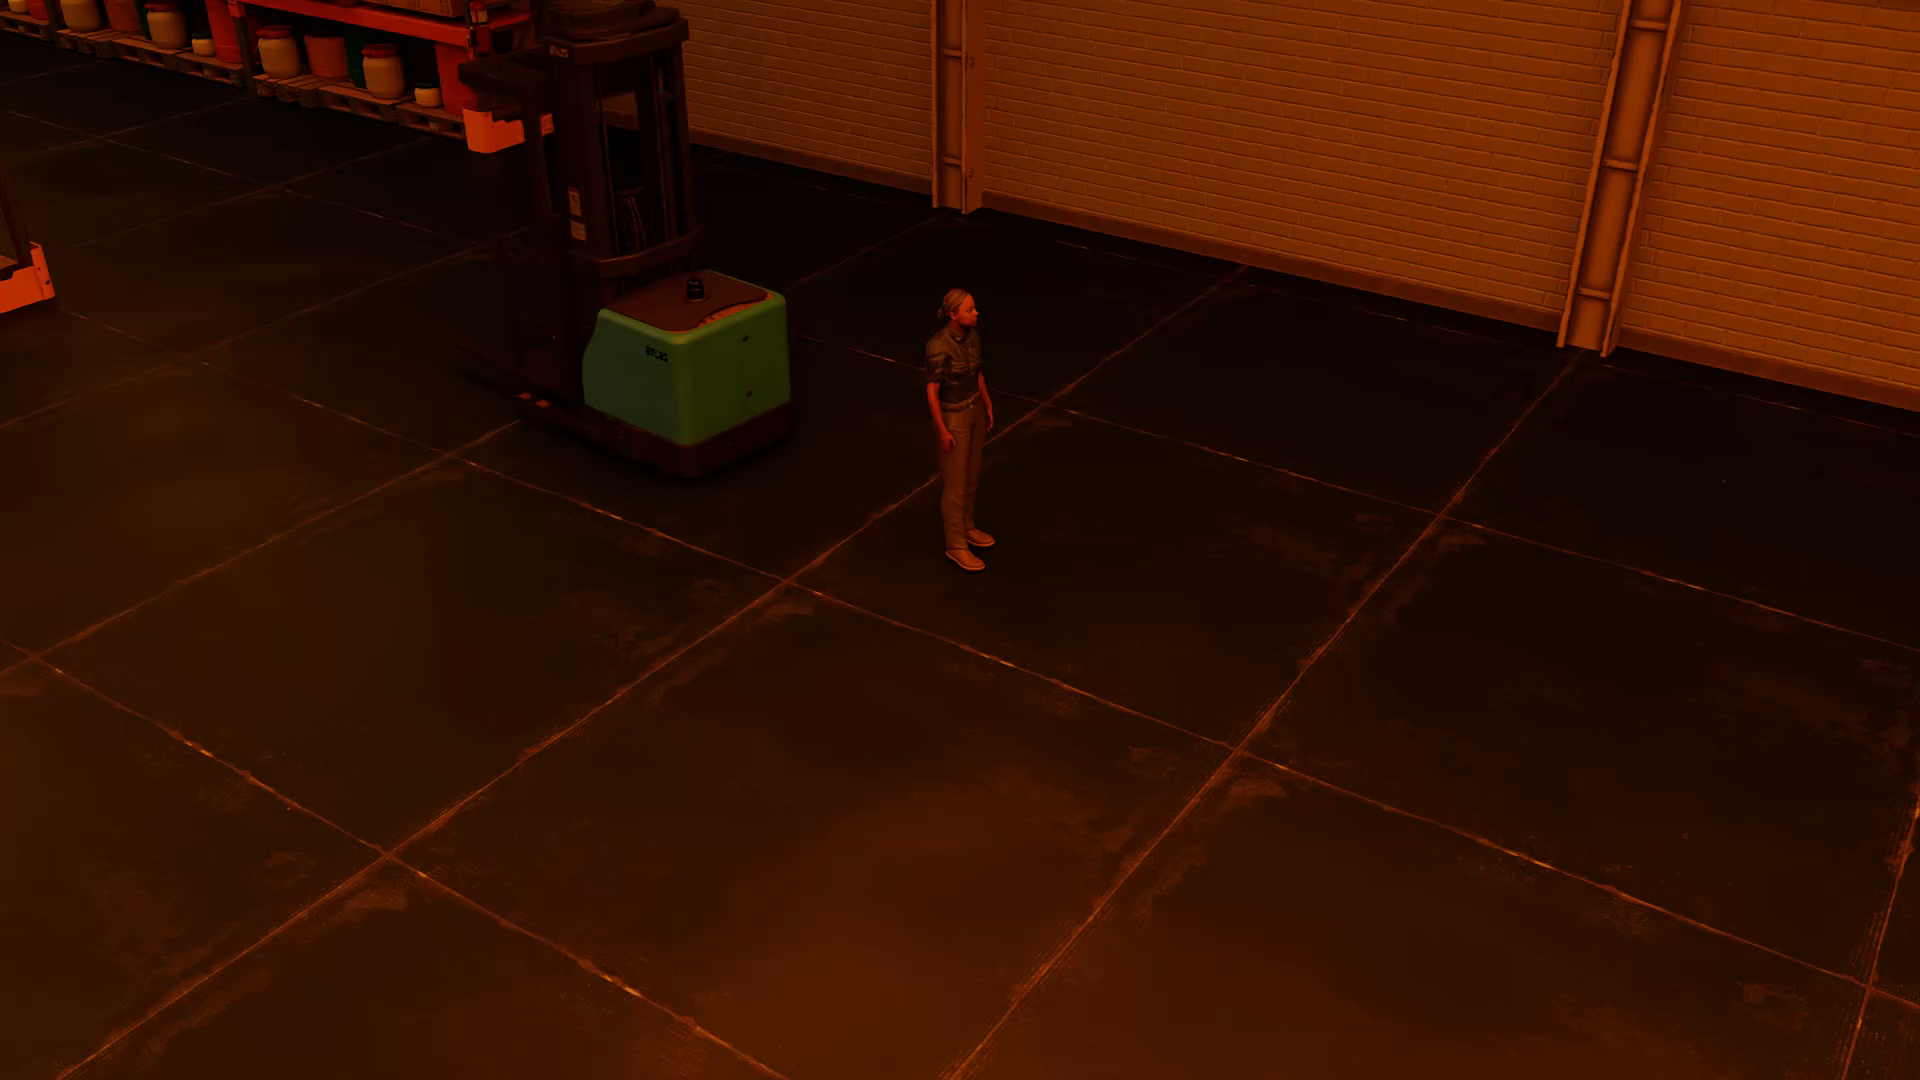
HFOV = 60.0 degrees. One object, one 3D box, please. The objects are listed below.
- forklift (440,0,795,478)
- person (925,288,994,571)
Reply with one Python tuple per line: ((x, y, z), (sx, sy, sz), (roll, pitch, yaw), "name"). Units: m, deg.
((-2.614, -2.283, 11.512), (3.031, 2.935, 1.130), (23, 37, 34), "forklift")
((0.062, -0.689, 10.024), (0.503, 1.656, 0.569), (19, 35, 29), "person")
